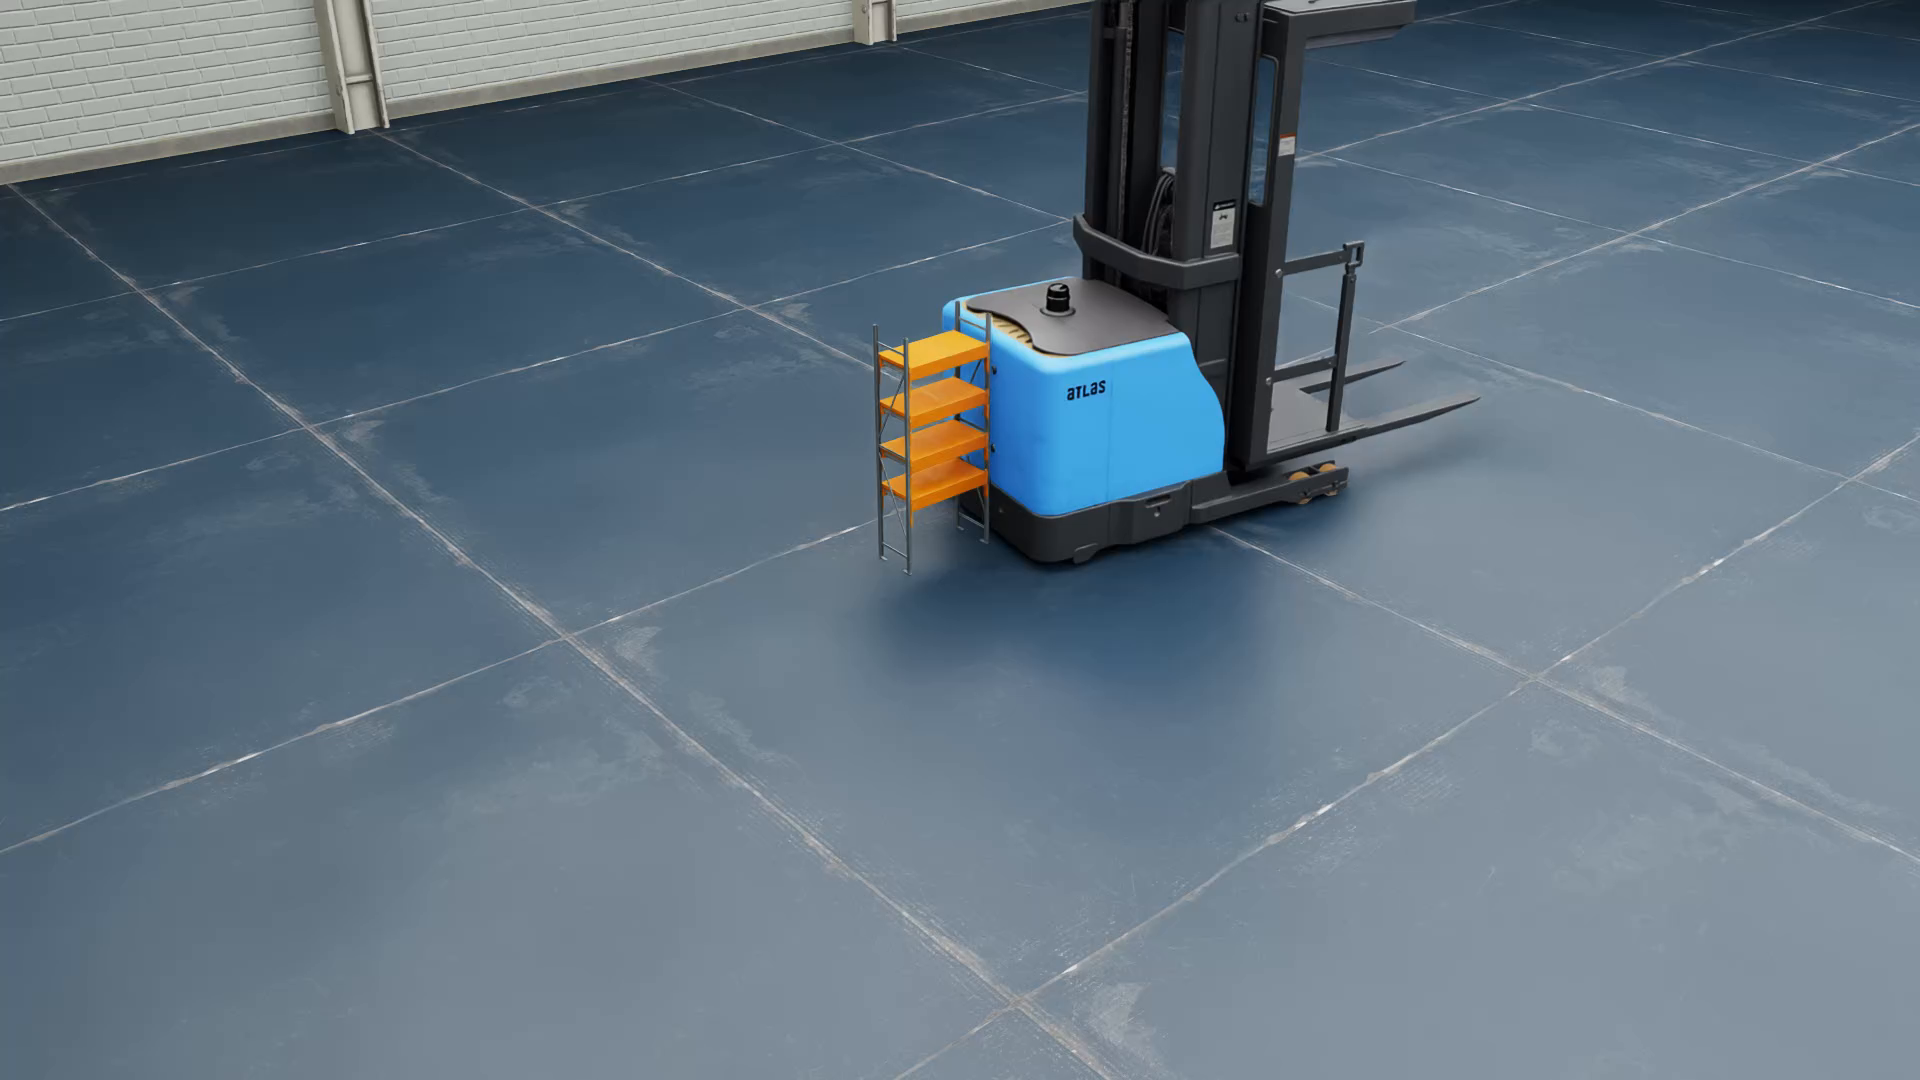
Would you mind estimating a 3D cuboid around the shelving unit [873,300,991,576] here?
[{"bbox_3d":[-0.126,-0.479,7.872,0.503,1.200,0.258,-22,35,-35],"label":"shelving unit"}]

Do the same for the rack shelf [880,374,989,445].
[{"bbox_3d":[-0.126,-0.616,7.799,0.480,0.148,0.258,-22,35,-35],"label":"rack shelf"}]

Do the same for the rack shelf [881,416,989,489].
[{"bbox_3d":[-0.126,-0.419,7.904,0.480,0.148,0.258,-22,35,-35],"label":"rack shelf"}]

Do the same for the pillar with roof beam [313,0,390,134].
[{"bbox_3d":[-2.735,-6.246,10.391,0.400,9.000,9.100,-22,35,-35],"label":"pillar with roof beam"}]

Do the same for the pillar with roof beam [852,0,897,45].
[{"bbox_3d":[1.829,-8.082,13.825,0.400,9.000,9.100,-22,35,-35],"label":"pillar with roof beam"}]

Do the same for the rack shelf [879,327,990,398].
[{"bbox_3d":[-0.126,-0.825,7.687,0.480,0.148,0.258,-22,35,-35],"label":"rack shelf"}]

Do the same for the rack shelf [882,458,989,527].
[{"bbox_3d":[-0.126,-0.244,7.998,0.480,0.148,0.258,-22,35,-35],"label":"rack shelf"}]

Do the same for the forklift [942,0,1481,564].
[{"bbox_3d":[1.433,-1.675,8.275,3.031,2.935,1.130,-15,32,-26],"label":"forklift"}]

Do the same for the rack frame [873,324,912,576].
[{"bbox_3d":[-0.312,-0.404,7.733,0.015,1.200,0.240,-22,35,-35],"label":"rack frame"}]

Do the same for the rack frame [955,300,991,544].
[{"bbox_3d":[0.060,-0.553,8.012,0.015,1.200,0.240,-22,35,-35],"label":"rack frame"}]
